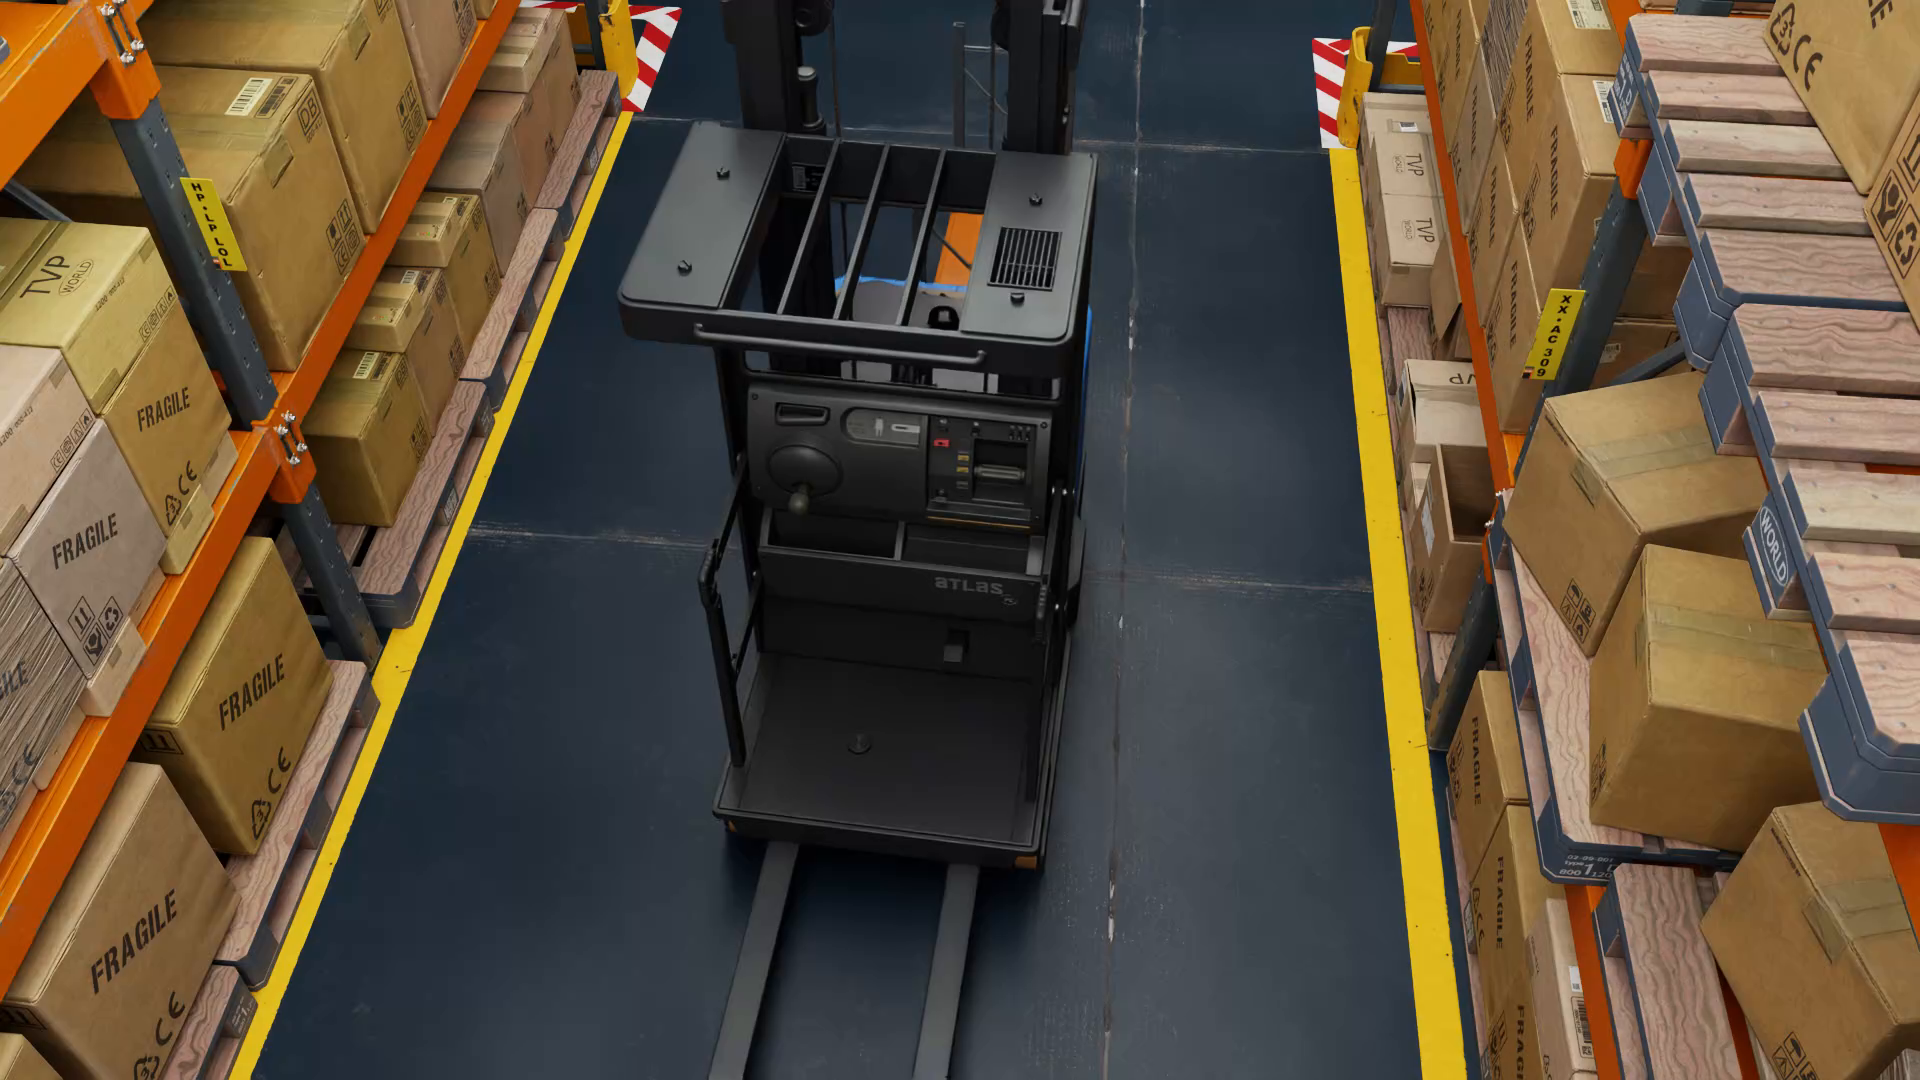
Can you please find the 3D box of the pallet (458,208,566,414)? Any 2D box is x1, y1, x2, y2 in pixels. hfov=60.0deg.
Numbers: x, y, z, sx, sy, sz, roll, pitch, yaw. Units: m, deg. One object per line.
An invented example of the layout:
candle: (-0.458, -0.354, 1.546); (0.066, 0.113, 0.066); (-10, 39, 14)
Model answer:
pallet: (-2.464, -1.095, 7.634); (1.003, 0.211, 1.213); (4, 48, 4)

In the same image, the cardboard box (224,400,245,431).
cardboard box: (-2.761, -0.550, 6.216); (0.380, 0.149, 0.250); (4, 48, 3)

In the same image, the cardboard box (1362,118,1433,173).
cardboard box: (2.175, -1.916, 8.118); (0.380, 0.166, 0.250); (4, 48, 4)

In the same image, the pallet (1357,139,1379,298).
pallet: (2.499, -1.609, 8.105); (1.003, 0.211, 1.213); (4, 48, 4)

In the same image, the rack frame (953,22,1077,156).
rack frame: (0.223, -1.524, 7.154); (0.500, 1.500, 0.032); (6, 48, 6)

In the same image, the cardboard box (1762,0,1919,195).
cardboard box: (2.094, -1.109, 3.305); (0.600, 0.600, 0.600); (0, 48, 0)

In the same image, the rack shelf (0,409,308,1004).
rack shelf: (-2.902, 1.129, 4.198); (1.077, 0.370, 4.000); (4, 48, 4)

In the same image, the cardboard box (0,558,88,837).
cardboard box: (-2.602, 0.376, 4.116); (0.500, 0.500, 0.500); (4, 48, 4)

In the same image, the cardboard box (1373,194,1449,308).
cardboard box: (2.155, -1.297, 7.495); (0.500, 0.250, 0.500); (4, 48, 4)

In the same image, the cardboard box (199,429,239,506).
cardboard box: (-2.469, -0.238, 5.117); (0.380, 0.149, 0.250); (4, 48, 4)

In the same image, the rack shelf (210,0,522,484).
rack shelf: (-2.538, -1.810, 6.886); (1.077, 0.370, 4.000); (4, 48, 4)

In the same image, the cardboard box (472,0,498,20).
cardboard box: (-2.447, -2.713, 7.021); (0.980, 0.700, 0.700); (4, 48, 3)

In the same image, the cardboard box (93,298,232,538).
cardboard box: (-2.511, -0.368, 4.797); (0.500, 0.500, 0.500); (3, 48, 3)

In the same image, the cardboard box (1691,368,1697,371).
cardboard box: (2.531, -0.643, 5.263); (0.500, 0.500, 0.500); (5, 48, 5)

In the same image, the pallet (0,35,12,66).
pallet: (-2.755, -0.854, 3.621); (0.805, 0.209, 1.217); (2, 48, 2)

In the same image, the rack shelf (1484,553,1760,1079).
rack shelf: (2.031, 1.460, 3.896); (1.077, 0.370, 4.000); (4, 48, 4)

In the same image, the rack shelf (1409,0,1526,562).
rack shelf: (2.396, -1.480, 6.584); (1.077, 0.370, 4.000); (4, 48, 4)

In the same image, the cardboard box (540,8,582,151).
cardboard box: (-2.320, -2.300, 8.256); (0.700, 0.500, 0.500); (4, 48, 4)

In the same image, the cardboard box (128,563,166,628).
cardboard box: (-2.537, 0.137, 4.775); (0.380, 0.149, 0.250); (5, 48, 5)

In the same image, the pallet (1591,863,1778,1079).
pallet: (2.021, 1.322, 3.664); (1.003, 0.211, 1.213); (4, 48, 4)

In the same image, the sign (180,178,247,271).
sign: (-2.179, -0.918, 4.852); (0.100, 0.325, 0.005); (4, 48, 4)

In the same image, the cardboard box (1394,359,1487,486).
cardboard box: (2.051, -0.483, 6.709); (0.500, 0.311, 0.500); (4, 48, 4)

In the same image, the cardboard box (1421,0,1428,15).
cardboard box: (2.233, -2.538, 6.997); (0.500, 0.500, 0.500); (3, 48, 3)

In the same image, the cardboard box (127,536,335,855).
cardboard box: (-2.650, 0.487, 5.470); (0.750, 0.750, 0.750); (4, 48, 4)

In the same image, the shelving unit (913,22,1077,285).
shelving unit: (0.151, -1.160, 6.820); (0.587, 1.500, 1.083); (6, 48, 6)

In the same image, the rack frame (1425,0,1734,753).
rack frame: (2.213, -0.253, 4.974); (1.000, 3.000, 0.127); (4, 48, 4)

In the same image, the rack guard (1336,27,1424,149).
rack guard: (2.571, -2.293, 8.534); (1.175, 0.500, 0.348); (4, 48, 4)

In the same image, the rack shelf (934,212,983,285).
rack shelf: (0.150, -1.032, 6.947); (0.538, 0.185, 1.000); (6, 48, 6)

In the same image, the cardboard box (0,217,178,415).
cardboard box: (-2.508, -0.617, 4.516); (0.500, 0.250, 0.500); (5, 48, 4)

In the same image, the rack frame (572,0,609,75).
rack frame: (-2.356, -3.523, 7.965); (1.000, 3.000, 0.127); (4, 48, 4)

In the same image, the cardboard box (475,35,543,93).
cardboard box: (-2.173, -2.224, 7.747); (0.380, 0.149, 0.250); (5, 48, 5)

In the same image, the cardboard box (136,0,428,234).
cardboard box: (-2.582, -1.618, 6.020); (0.980, 0.700, 0.700); (3, 48, 3)

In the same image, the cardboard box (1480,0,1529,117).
cardboard box: (2.092, -1.760, 5.608); (0.500, 0.500, 0.500); (4, 48, 4)

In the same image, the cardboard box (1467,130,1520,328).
cardboard box: (2.049, -1.050, 5.636); (0.500, 0.500, 0.500); (5, 48, 5)

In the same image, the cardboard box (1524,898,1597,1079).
cardboard box: (1.835, 1.263, 4.476); (0.500, 0.250, 0.500); (4, 48, 4)

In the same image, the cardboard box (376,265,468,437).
cardboard box: (-2.501, -0.793, 6.878); (0.700, 0.500, 0.500); (3, 48, 3)

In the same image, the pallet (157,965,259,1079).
pallet: (-2.824, 1.829, 4.960); (1.003, 0.211, 1.213); (4, 48, 4)

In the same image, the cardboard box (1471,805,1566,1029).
cardboard box: (1.889, 1.174, 5.065); (0.500, 0.500, 0.500); (4, 48, 4)

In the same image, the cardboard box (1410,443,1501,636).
cardboard box: (1.983, 0.005, 6.135); (0.500, 0.500, 0.500); (4, 48, 4)

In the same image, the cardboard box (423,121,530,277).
cardboard box: (-2.410, -1.562, 7.581); (0.700, 0.500, 0.500); (2, 48, 2)

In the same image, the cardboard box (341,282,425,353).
cardboard box: (-2.337, -0.882, 6.520); (0.380, 0.149, 0.250); (5, 48, 5)

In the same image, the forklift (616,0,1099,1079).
forklift: (-0.217, -0.144, 4.922); (1.130, 2.935, 3.031); (6, 48, 6)

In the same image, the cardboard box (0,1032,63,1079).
cardboard box: (-2.801, 1.765, 4.301); (0.750, 0.750, 0.750); (4, 48, 3)

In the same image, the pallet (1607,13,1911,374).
pallet: (2.084, -0.727, 3.503); (1.213, 0.211, 1.003); (4, 48, 4)

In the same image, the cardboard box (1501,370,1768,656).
cardboard box: (1.947, -0.095, 4.478); (0.700, 0.500, 0.500); (-11, 48, -10)

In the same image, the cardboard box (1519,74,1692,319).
cardboard box: (2.002, -1.013, 4.924); (0.500, 0.500, 0.500); (4, 48, 4)

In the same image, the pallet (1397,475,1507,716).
pallet: (2.277, 0.184, 6.465); (1.003, 0.211, 1.213); (4, 48, 4)

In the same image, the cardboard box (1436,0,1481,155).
cardboard box: (2.137, -1.802, 6.324); (0.500, 0.500, 0.500); (4, 48, 4)

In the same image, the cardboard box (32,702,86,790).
cardboard box: (-2.591, 0.510, 4.434); (0.380, 0.149, 0.250); (4, 48, 4)

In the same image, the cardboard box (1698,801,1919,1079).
cardboard box: (2.114, 0.874, 3.591); (0.700, 0.500, 0.500); (-7, 48, -6)
